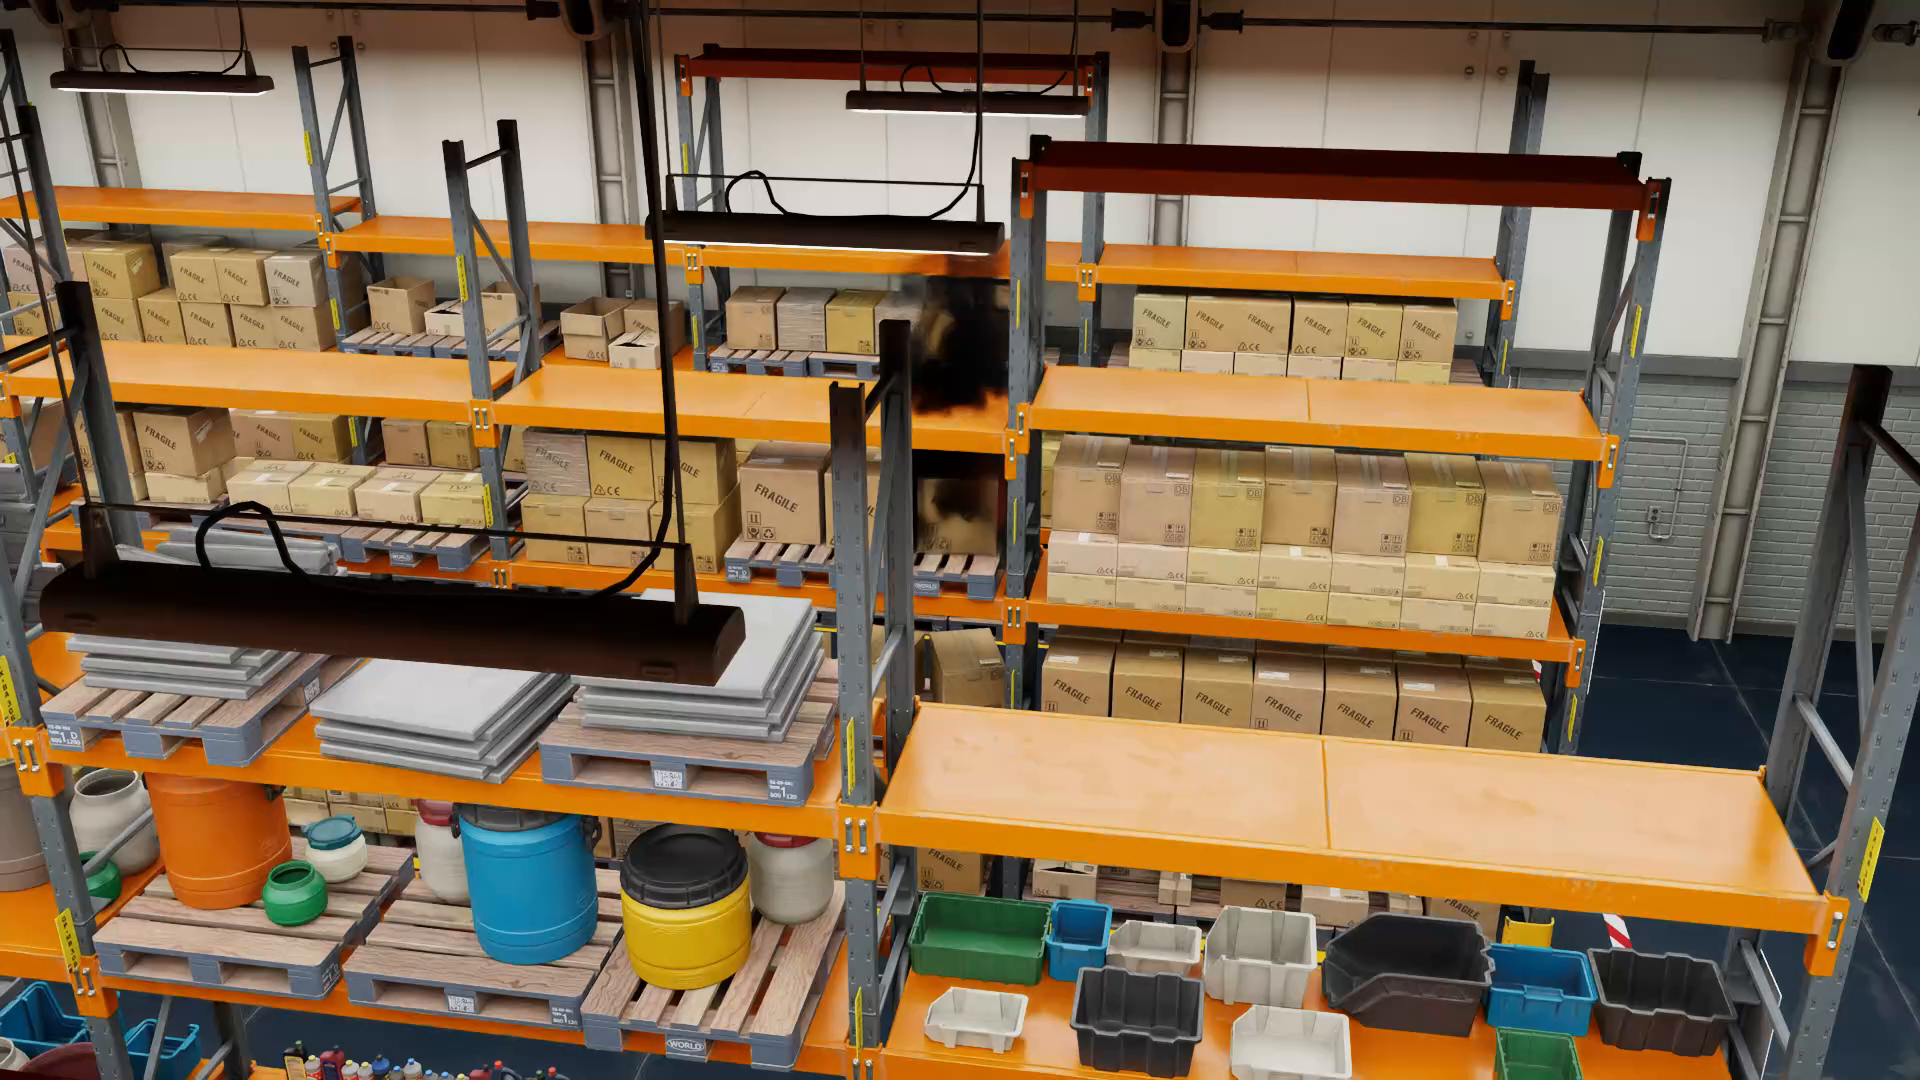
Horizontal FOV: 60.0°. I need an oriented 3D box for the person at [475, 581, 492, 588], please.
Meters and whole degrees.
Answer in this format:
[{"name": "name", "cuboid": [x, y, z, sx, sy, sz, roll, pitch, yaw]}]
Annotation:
[{"name": "person", "cuboid": [-4.535, 0.929, 16.190, 0.763, 1.611, 0.605, 3, 23, 6]}]
